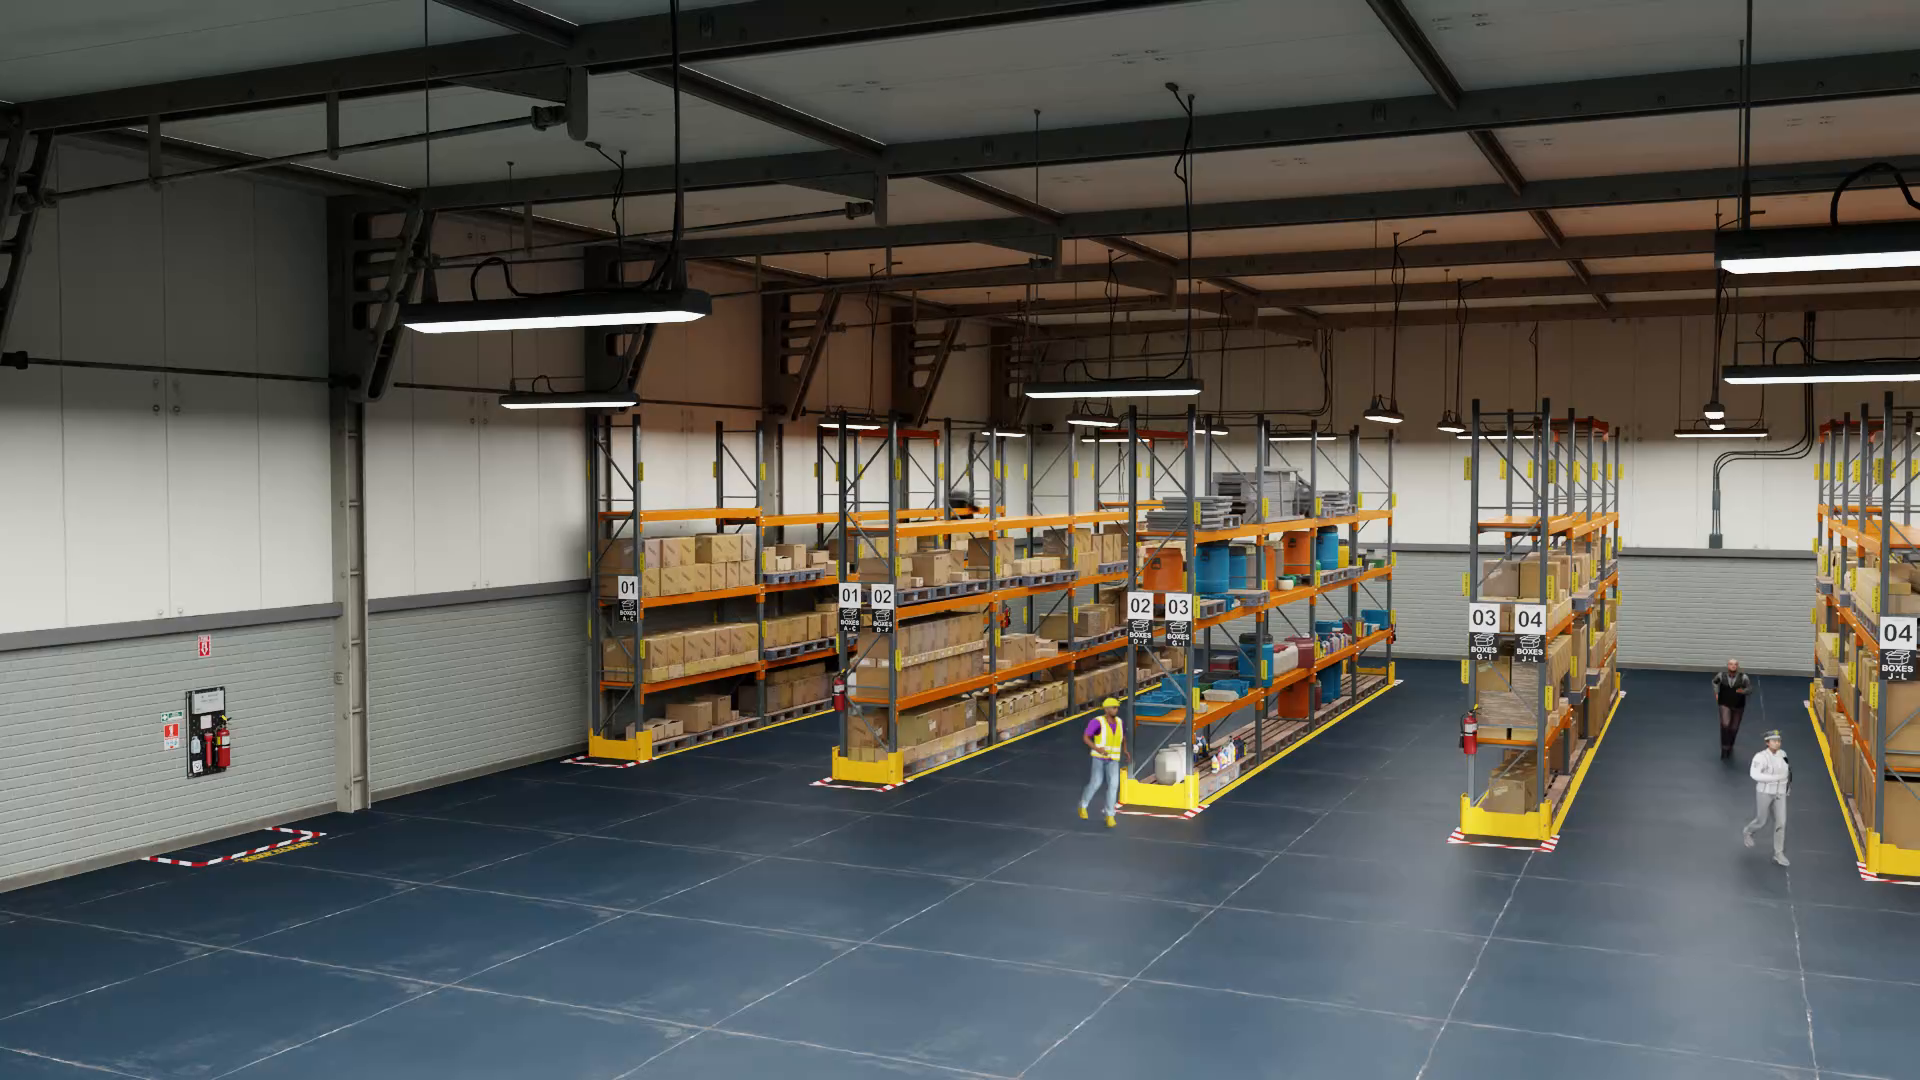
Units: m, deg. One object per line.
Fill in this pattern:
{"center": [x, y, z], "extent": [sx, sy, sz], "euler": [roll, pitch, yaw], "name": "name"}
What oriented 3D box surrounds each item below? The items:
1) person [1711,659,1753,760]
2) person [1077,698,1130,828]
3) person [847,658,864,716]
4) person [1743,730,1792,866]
{"center": [13.523, 2.960, 29.129], "extent": [0.634, 1.769, 0.816], "euler": [1, 2, 17], "name": "person"}
{"center": [2.121, 3.137, 23.708], "extent": [0.761, 1.762, 0.852], "euler": [-1, 3, -22], "name": "person"}
{"center": [-1.957, 2.959, 30.322], "extent": [0.619, 1.636, 0.547], "euler": [1, 3, 22], "name": "person"}
{"center": [10.421, 3.263, 21.404], "extent": [0.617, 1.683, 0.883], "euler": [0, 2, -5], "name": "person"}
